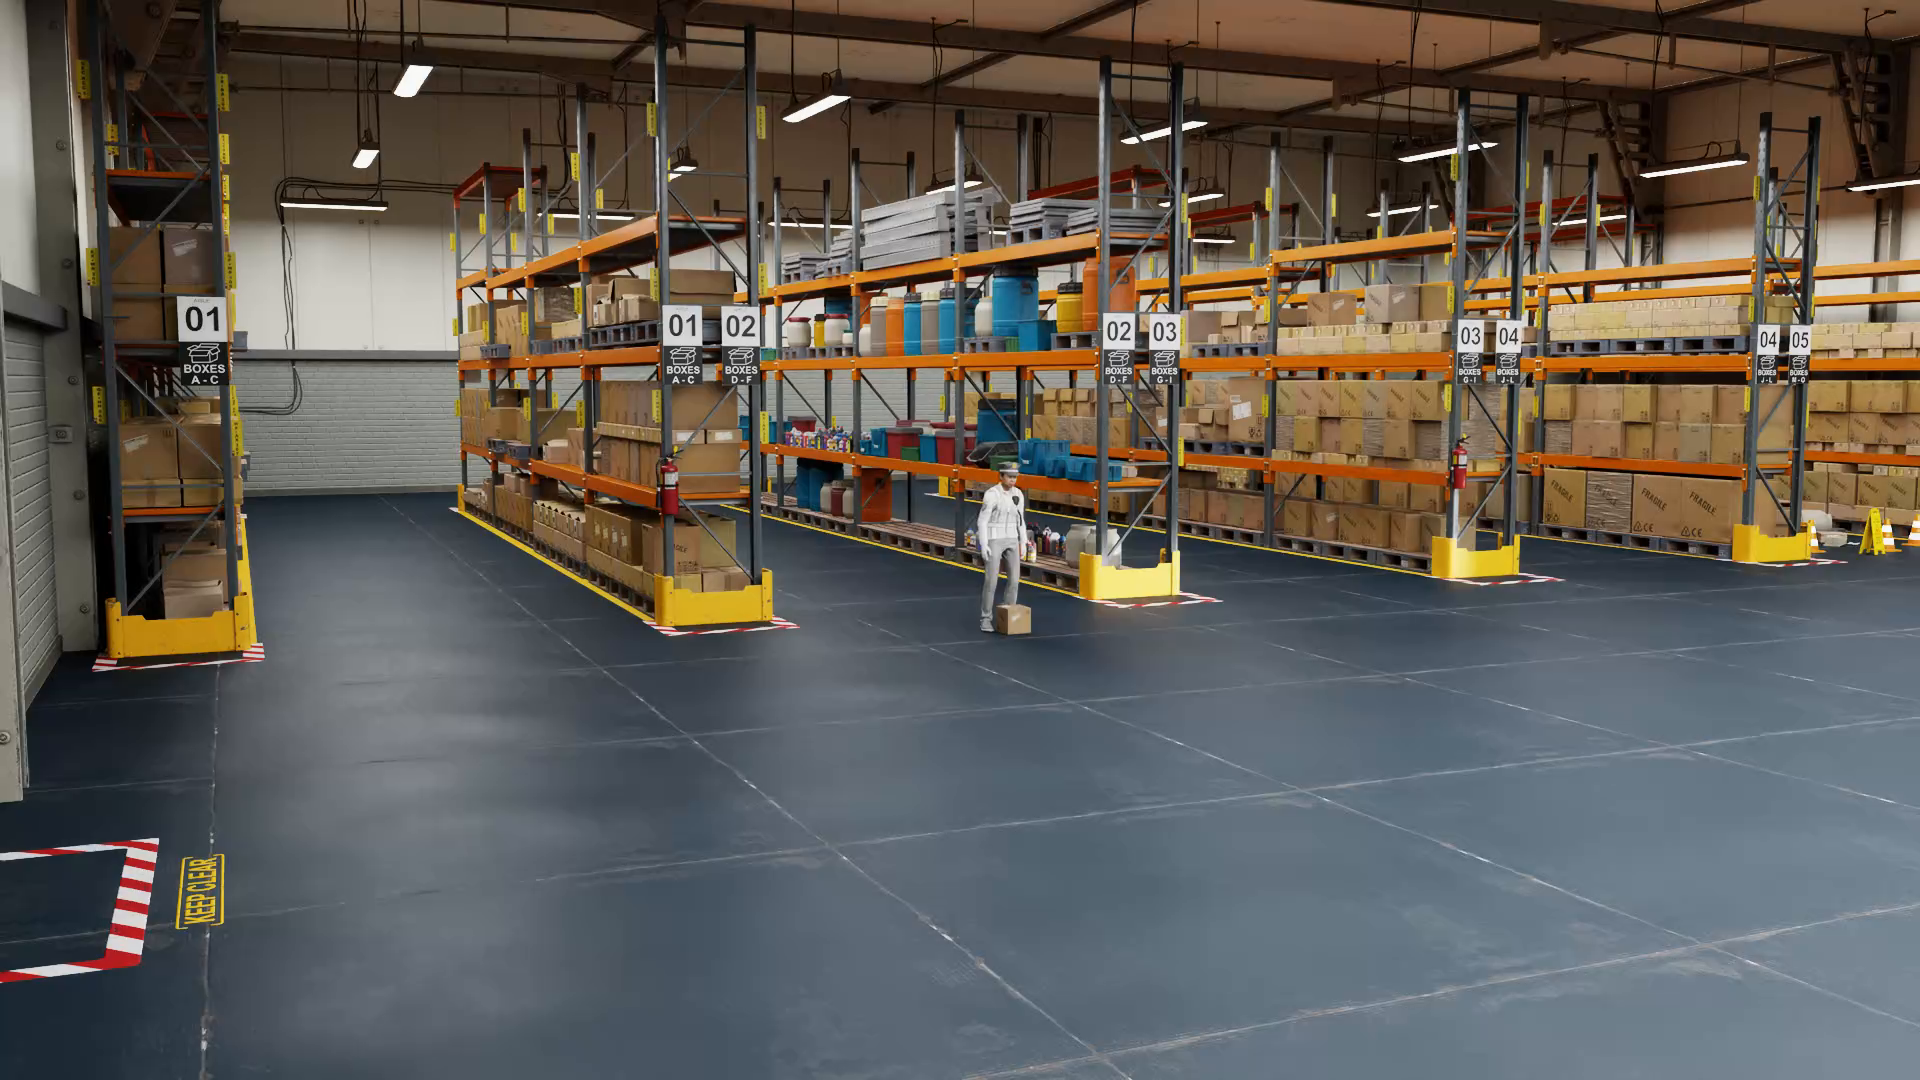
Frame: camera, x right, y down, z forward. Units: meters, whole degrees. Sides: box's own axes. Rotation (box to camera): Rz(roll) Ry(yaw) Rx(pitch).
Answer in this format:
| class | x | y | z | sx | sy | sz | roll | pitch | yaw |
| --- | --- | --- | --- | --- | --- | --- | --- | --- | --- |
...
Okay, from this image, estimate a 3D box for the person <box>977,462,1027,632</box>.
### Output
| class | x | y | z | sx | sy | sz | roll | pitch | yaw |
| --- | --- | --- | --- | --- | --- | --- | --- | --- | --- |
| person | 0.434 | 0.057 | 16.403 | 0.543 | 1.662 | 0.416 | -3 | 6 | -27 |
